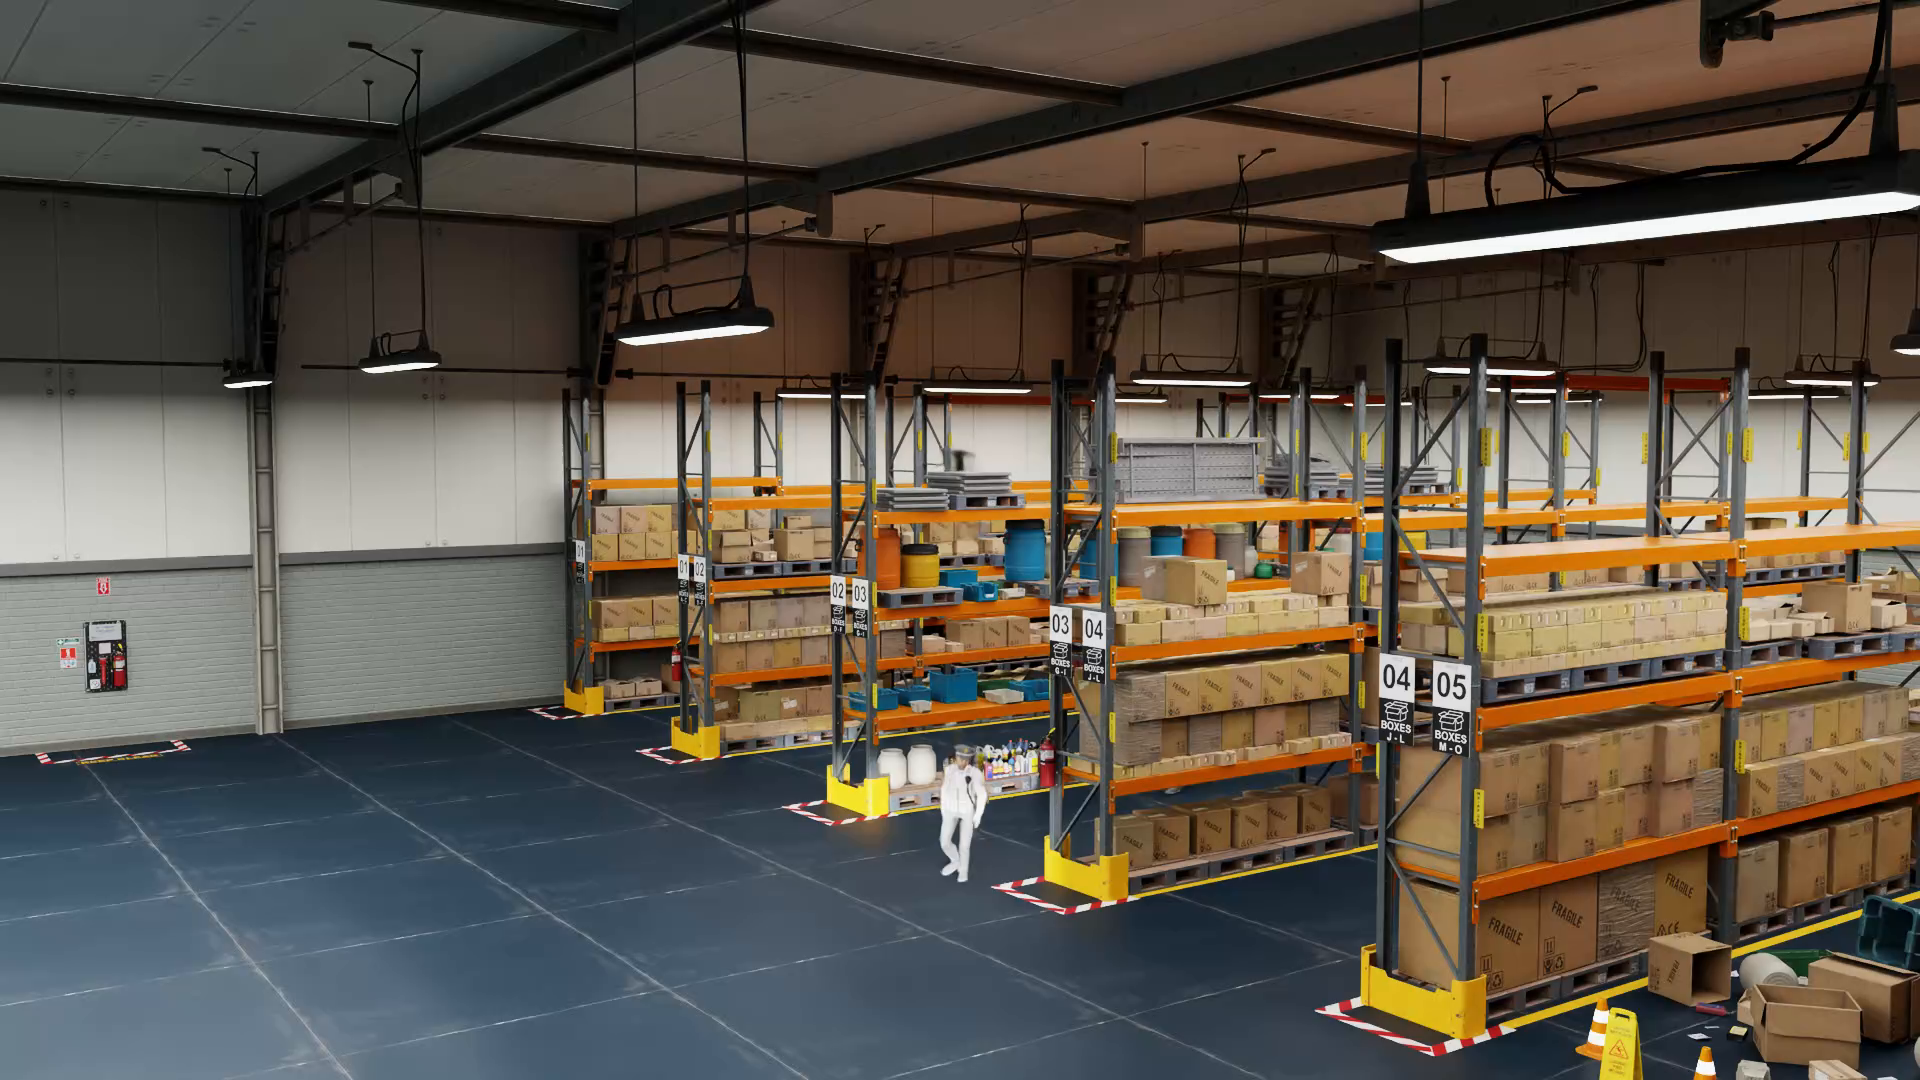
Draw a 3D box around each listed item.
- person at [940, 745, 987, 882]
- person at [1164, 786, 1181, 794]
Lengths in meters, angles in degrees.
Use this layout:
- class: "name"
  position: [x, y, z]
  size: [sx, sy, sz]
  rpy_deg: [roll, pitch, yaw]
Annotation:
- class: "person"
  position: [0.020, 3.134, 19.054]
  size: [0.612, 1.628, 0.568]
  rpy_deg: [1, 4, 13]
- class: "person"
  position: [3.088, 2.807, 23.890]
  size: [0.487, 1.644, 0.578]
  rpy_deg: [-2, 4, -24]
